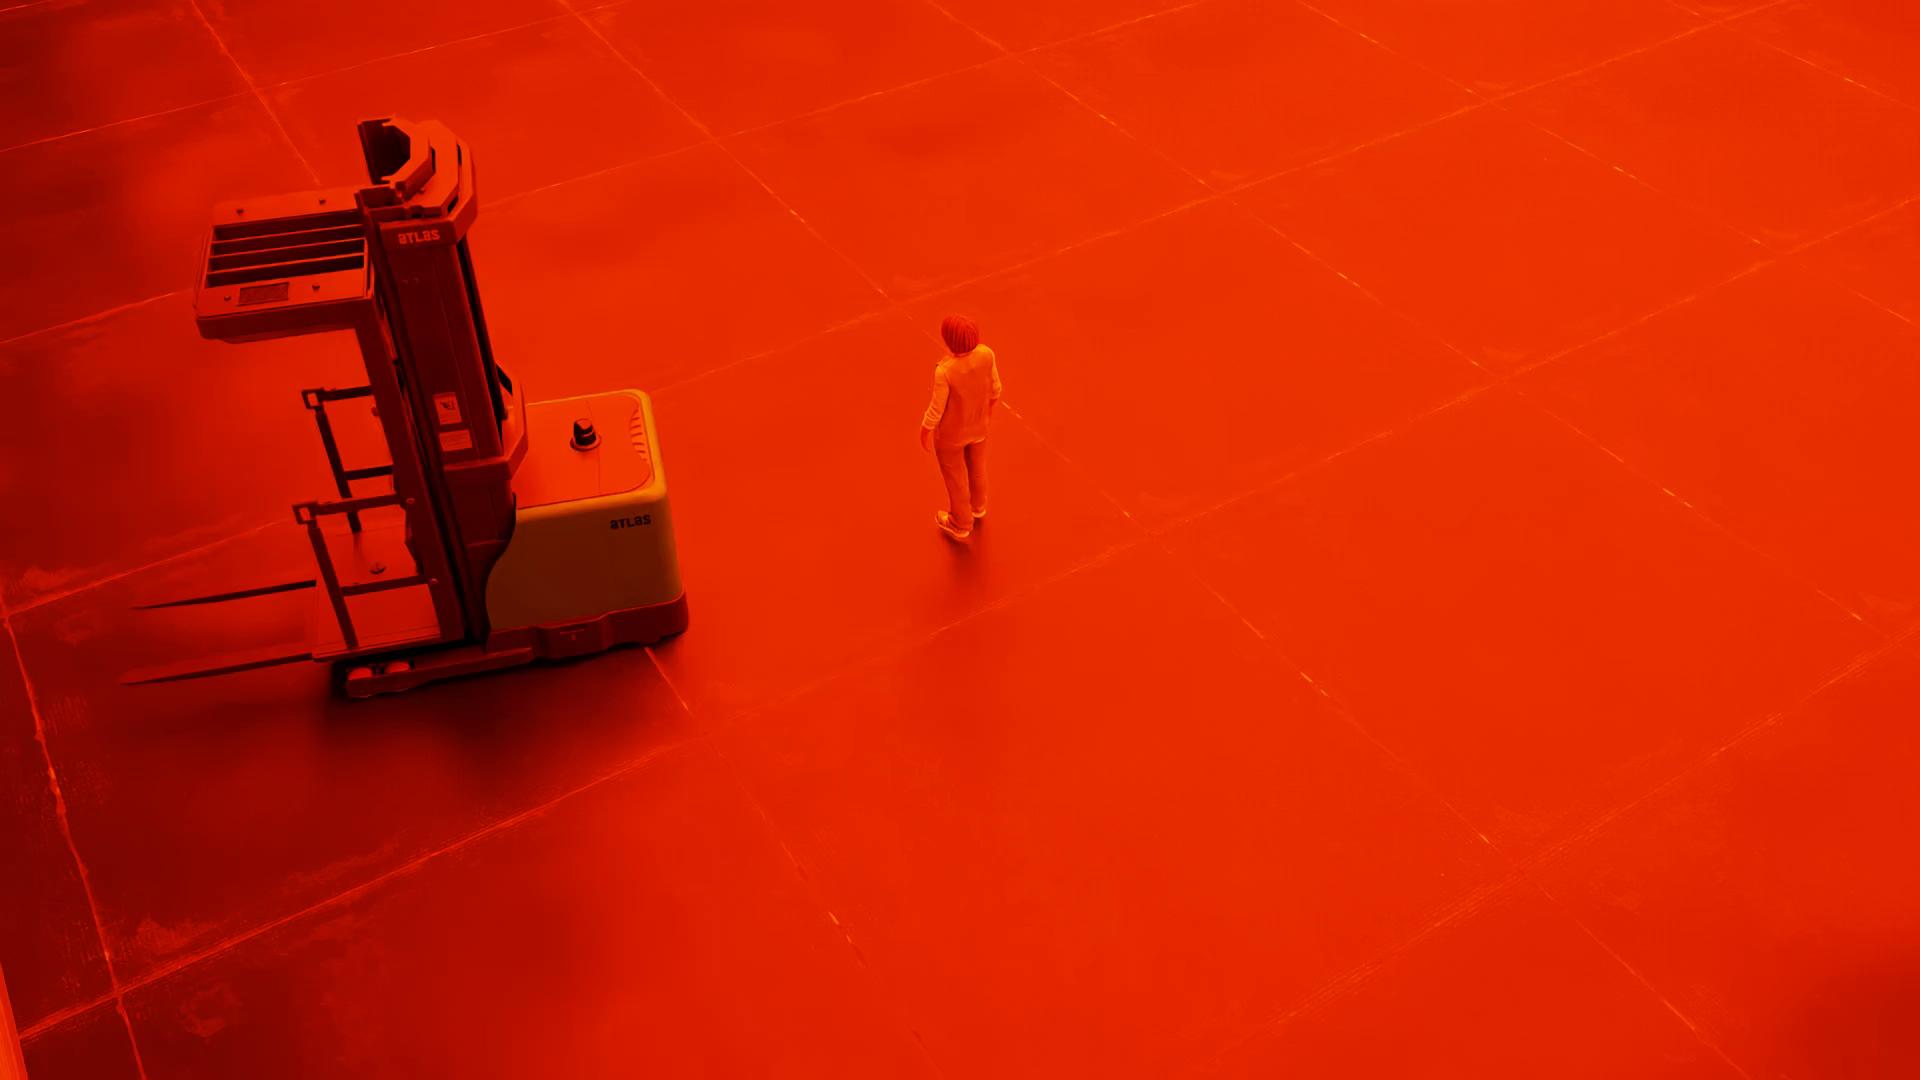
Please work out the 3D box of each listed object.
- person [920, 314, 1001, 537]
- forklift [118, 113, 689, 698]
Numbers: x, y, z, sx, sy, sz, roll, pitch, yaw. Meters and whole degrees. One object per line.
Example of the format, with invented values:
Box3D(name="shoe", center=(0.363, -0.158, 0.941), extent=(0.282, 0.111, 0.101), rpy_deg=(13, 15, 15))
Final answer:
Box3D(name="person", center=(-0.028, -0.684, 9.594), extent=(0.520, 1.599, 0.472), rpy_deg=(-23, 46, -24))
Box3D(name="forklift", center=(-3.115, -0.626, 8.587), extent=(3.031, 2.935, 1.130), rpy_deg=(-9, 42, -11))
